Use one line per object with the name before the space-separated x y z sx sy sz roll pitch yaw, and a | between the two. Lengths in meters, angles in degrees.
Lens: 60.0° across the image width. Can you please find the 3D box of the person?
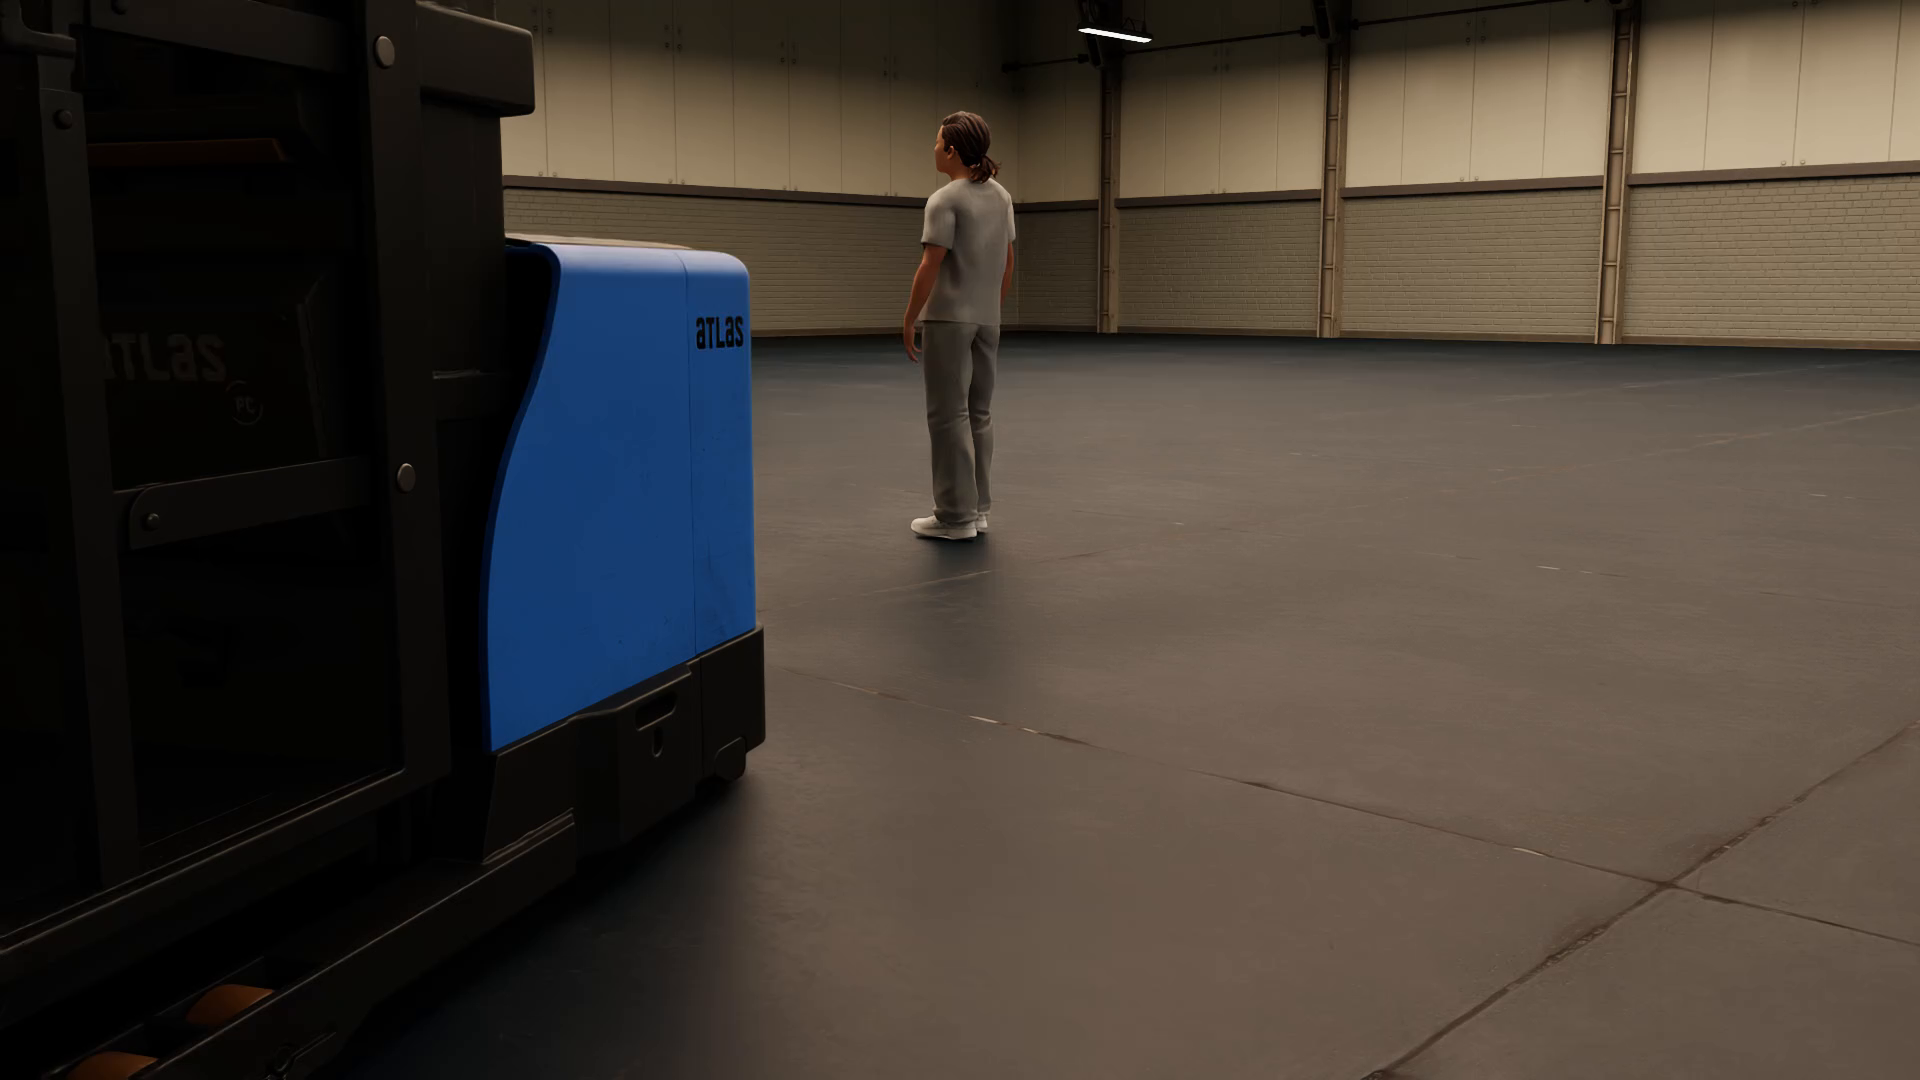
person | -0.043 -0.845 6.652 0.549 1.675 0.549 8 12 43

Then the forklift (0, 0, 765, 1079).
forklift | -1.326 -0.779 2.050 1.130 2.935 3.031 3 9 17
